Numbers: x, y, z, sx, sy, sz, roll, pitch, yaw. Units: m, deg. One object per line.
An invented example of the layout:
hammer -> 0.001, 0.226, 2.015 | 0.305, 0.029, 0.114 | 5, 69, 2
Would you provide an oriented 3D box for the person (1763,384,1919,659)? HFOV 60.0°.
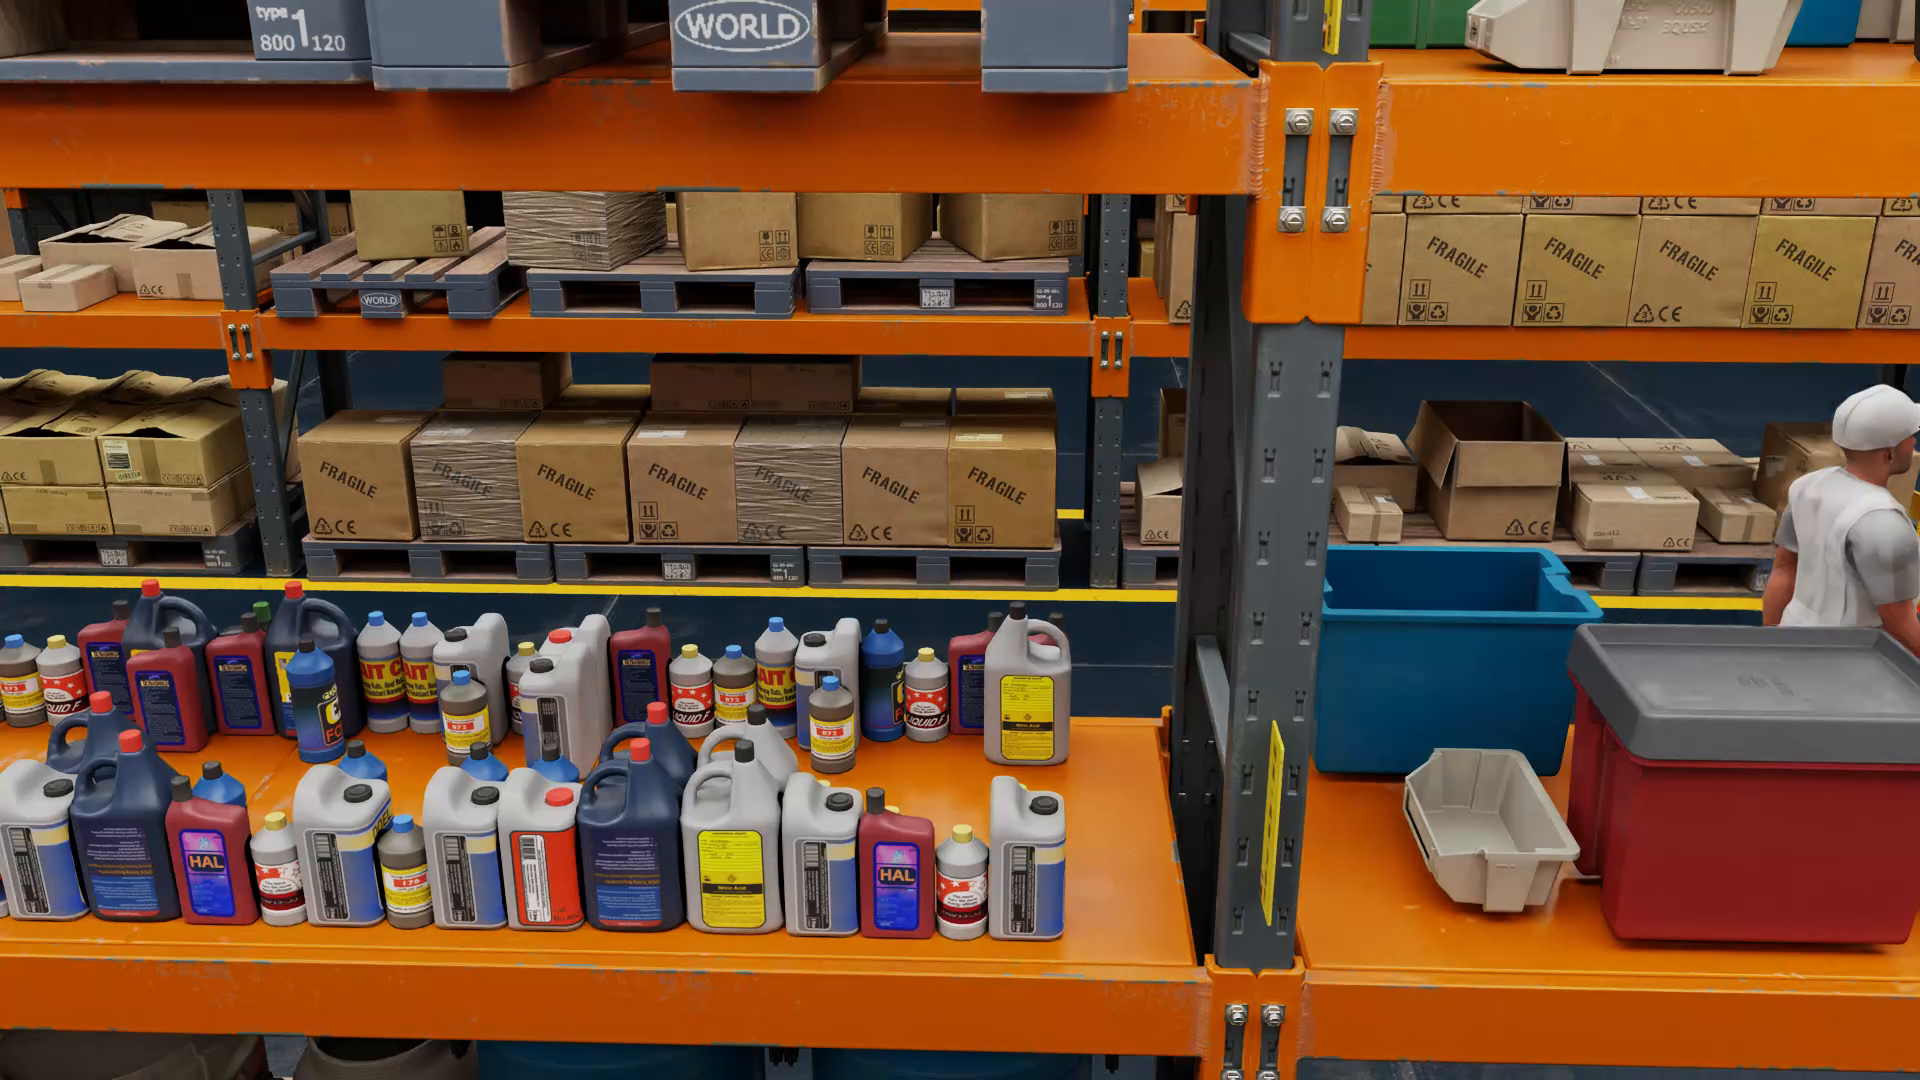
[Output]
person -> 2.757, 0.383, 4.975 | 0.974, 1.736, 0.536 | 2, 21, 5
